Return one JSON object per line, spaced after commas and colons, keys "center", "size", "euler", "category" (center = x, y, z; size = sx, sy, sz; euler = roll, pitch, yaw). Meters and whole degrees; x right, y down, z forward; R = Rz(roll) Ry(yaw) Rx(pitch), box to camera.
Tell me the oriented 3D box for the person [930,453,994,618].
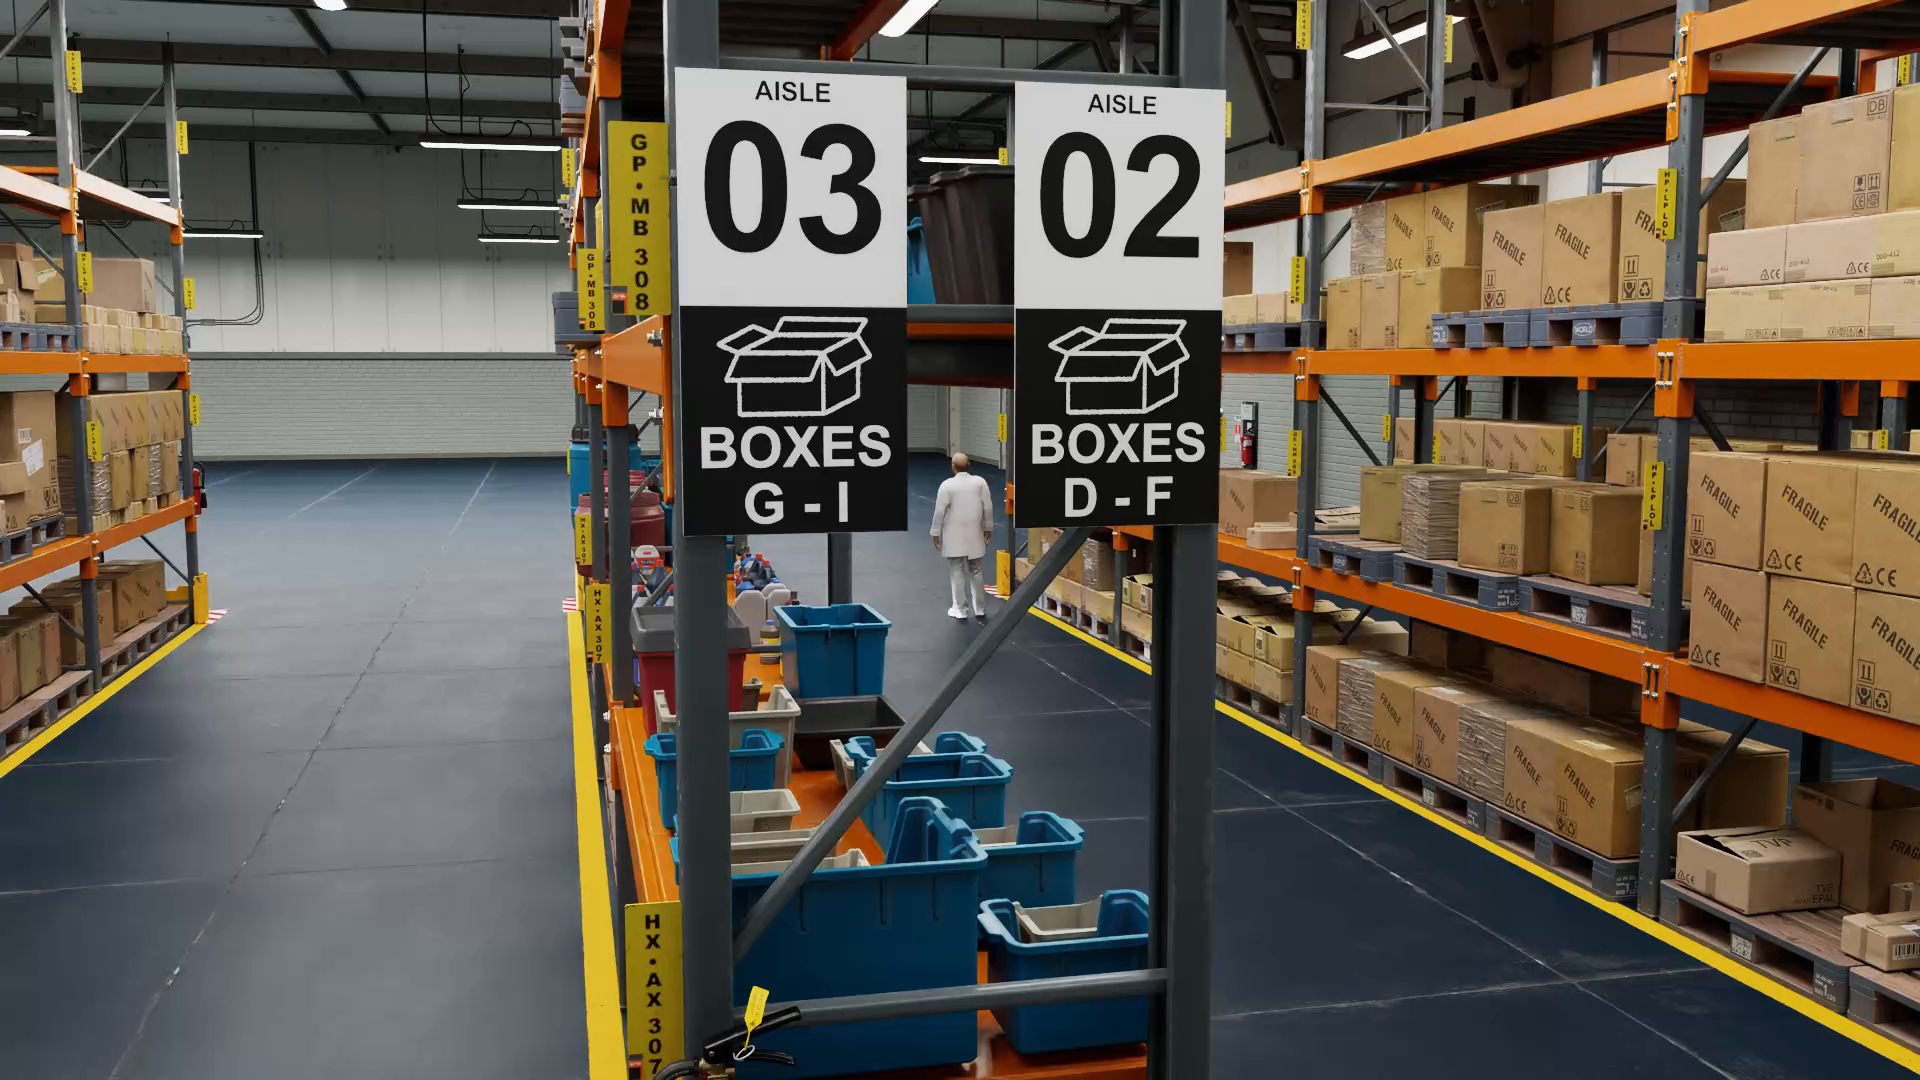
{"center": [0.006, -0.058, 17.859], "size": [0.695, 1.775, 0.582], "euler": [-1, 6, -14], "category": "person"}
